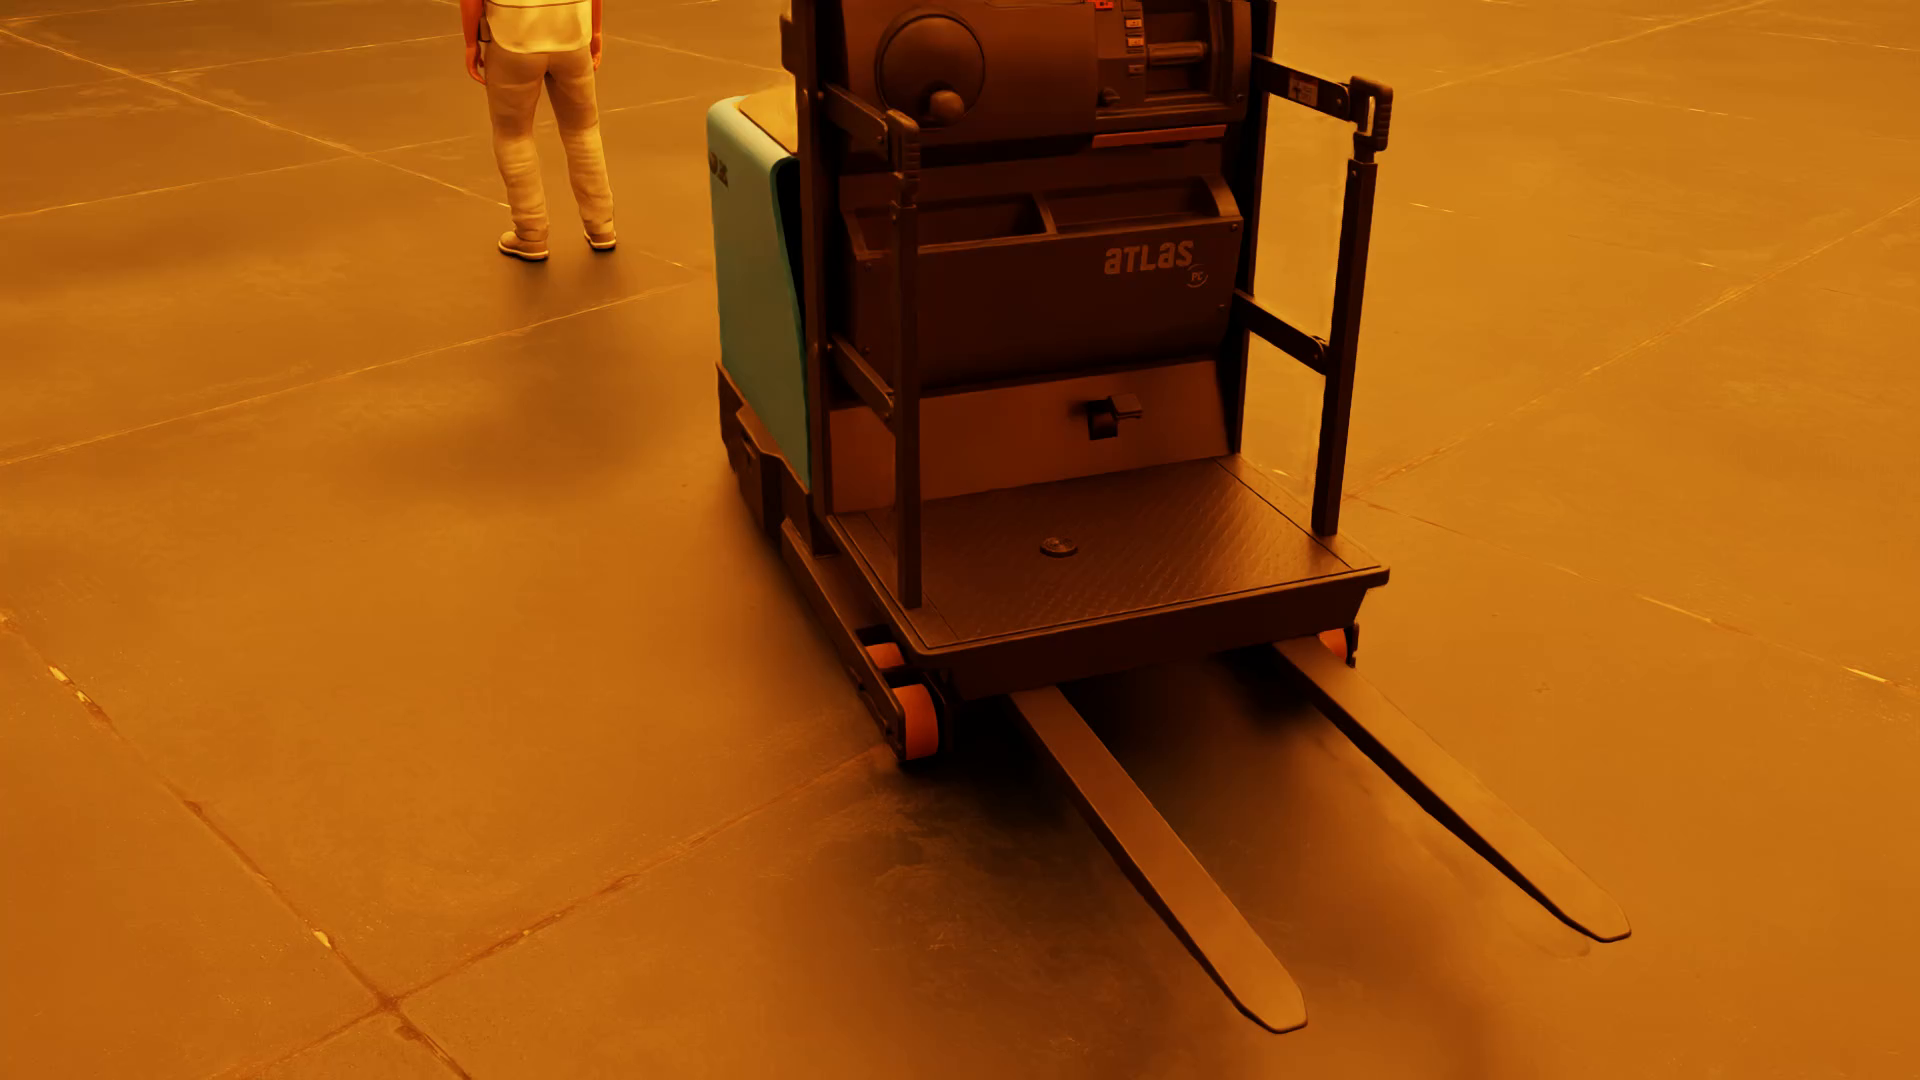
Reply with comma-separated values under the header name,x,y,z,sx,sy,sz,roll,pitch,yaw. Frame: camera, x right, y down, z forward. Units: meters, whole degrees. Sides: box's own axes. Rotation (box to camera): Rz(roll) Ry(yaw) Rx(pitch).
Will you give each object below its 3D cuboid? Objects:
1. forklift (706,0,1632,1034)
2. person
name,x,y,z,sx,sy,sz,roll,pitch,yaw
forklift,0.267,-1.046,3.347,1.130,2.935,3.031,-9,28,-18
person,-1.694,-2.004,6.643,0.588,1.746,0.441,-15,30,-29
